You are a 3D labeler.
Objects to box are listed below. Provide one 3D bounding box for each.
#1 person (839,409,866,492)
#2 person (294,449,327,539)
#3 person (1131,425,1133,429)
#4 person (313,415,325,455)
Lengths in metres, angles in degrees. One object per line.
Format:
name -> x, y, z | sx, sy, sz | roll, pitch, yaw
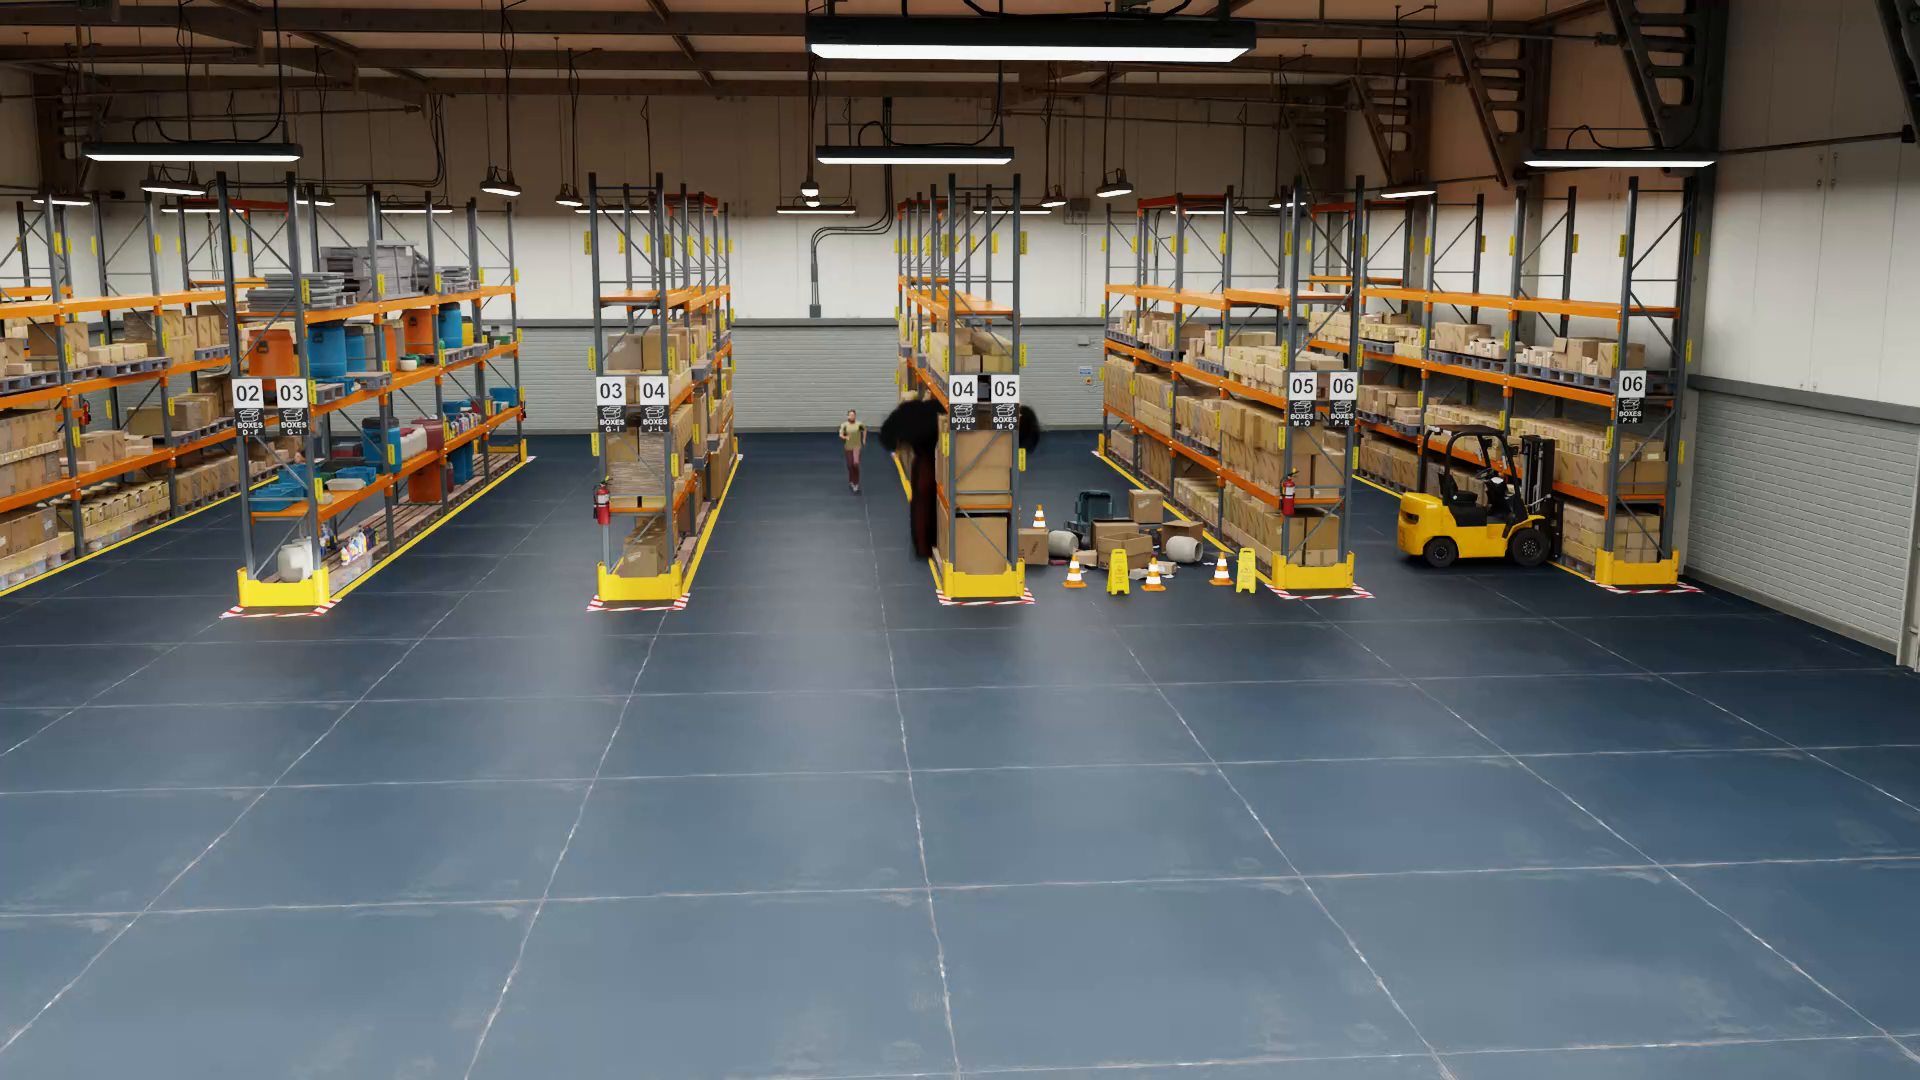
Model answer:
person -> -2.222, -1.856, 34.420 | 0.537, 1.713, 0.805 | 0, 10, 3
person -> -11.016, -0.732, 28.075 | 0.601, 1.667, 0.657 | -6, 12, -31
person -> 4.571, -3.146, 41.340 | 0.786, 1.841, 0.679 | -2, 10, -11
person -> -15.597, -2.868, 40.440 | 0.768, 1.587, 0.544 | 8, 13, 39
